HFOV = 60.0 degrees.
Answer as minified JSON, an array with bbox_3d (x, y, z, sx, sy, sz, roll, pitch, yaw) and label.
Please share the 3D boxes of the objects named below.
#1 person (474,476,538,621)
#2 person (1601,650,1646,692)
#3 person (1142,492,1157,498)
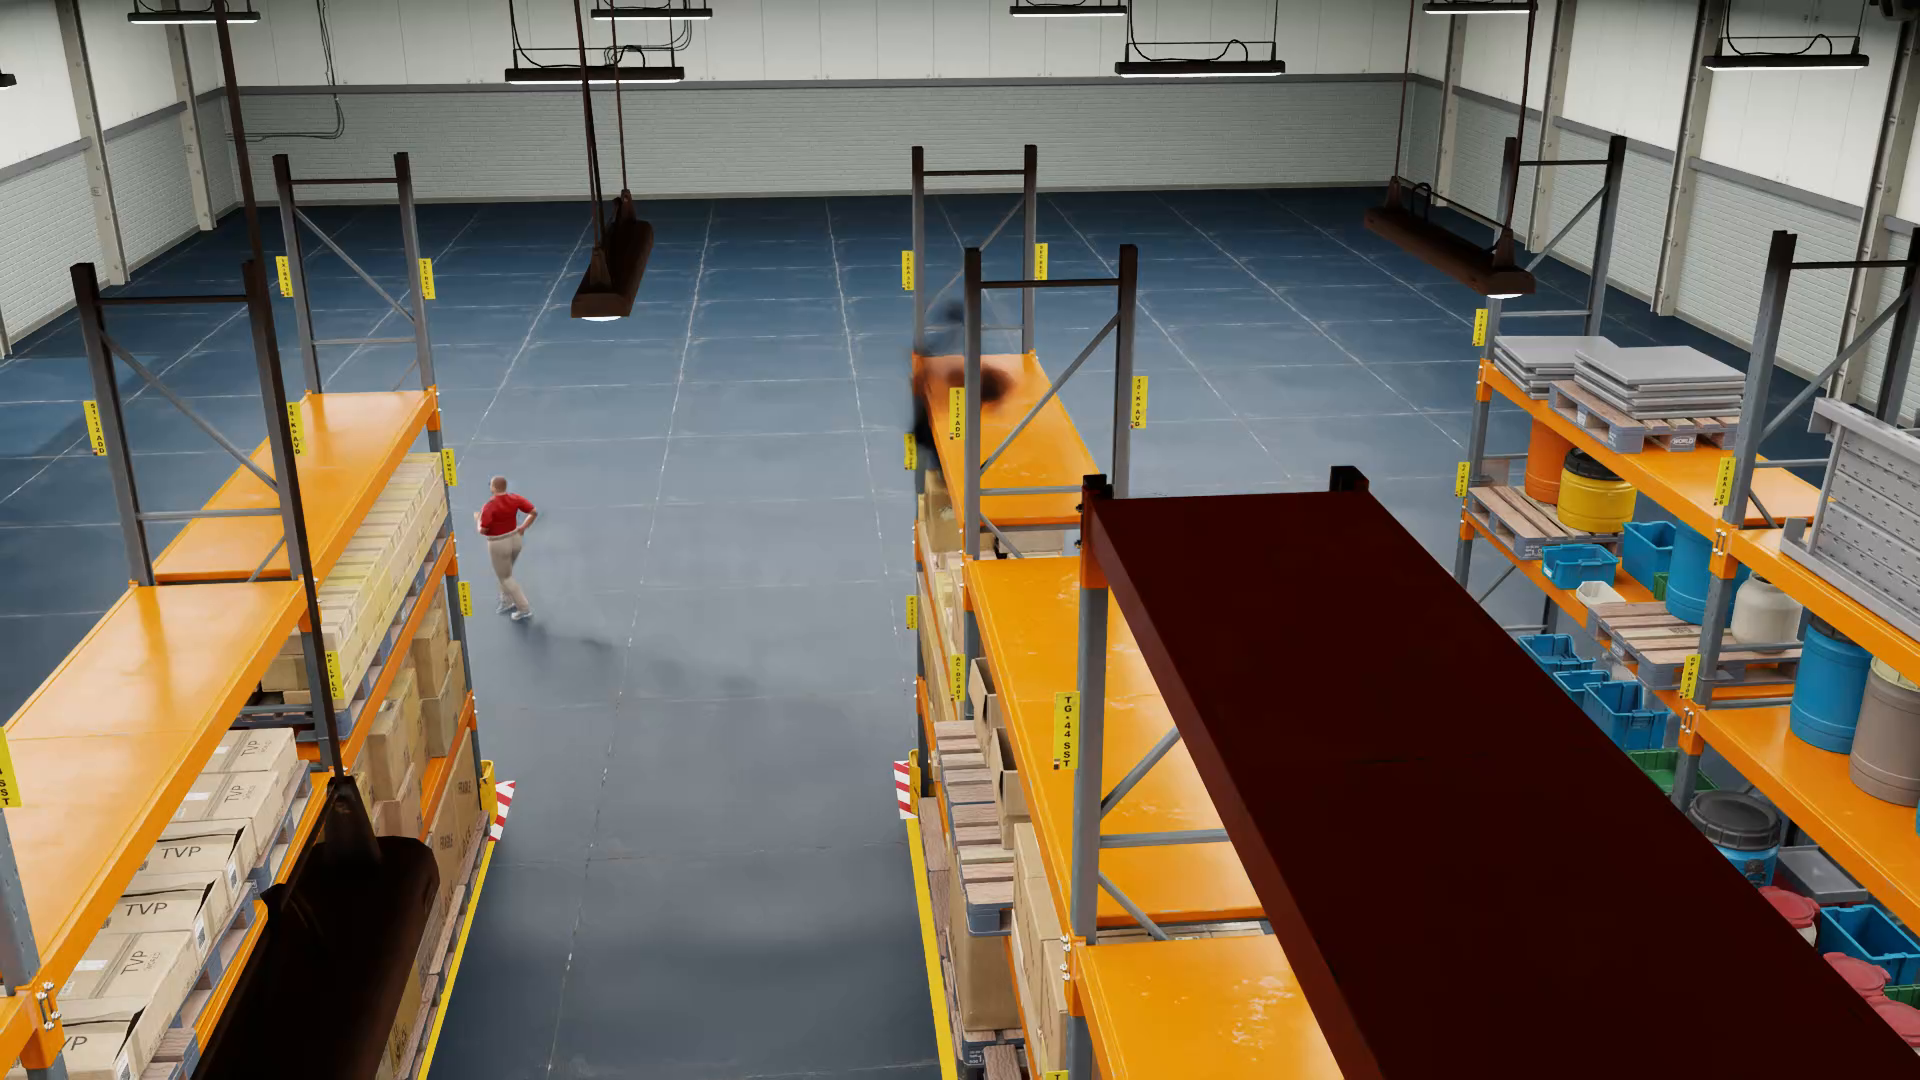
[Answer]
[{"bbox_3d":[-5.198,0.115,19.034,0.760,1.794,0.643,13,25,29],"label":"person"},{"bbox_3d":[6.476,1.329,15.917,0.697,1.795,0.984,-9,23,-23],"label":"person"},{"bbox_3d":[2.000,0.315,18.399,1.036,1.768,0.671,12,24,27],"label":"person"}]
